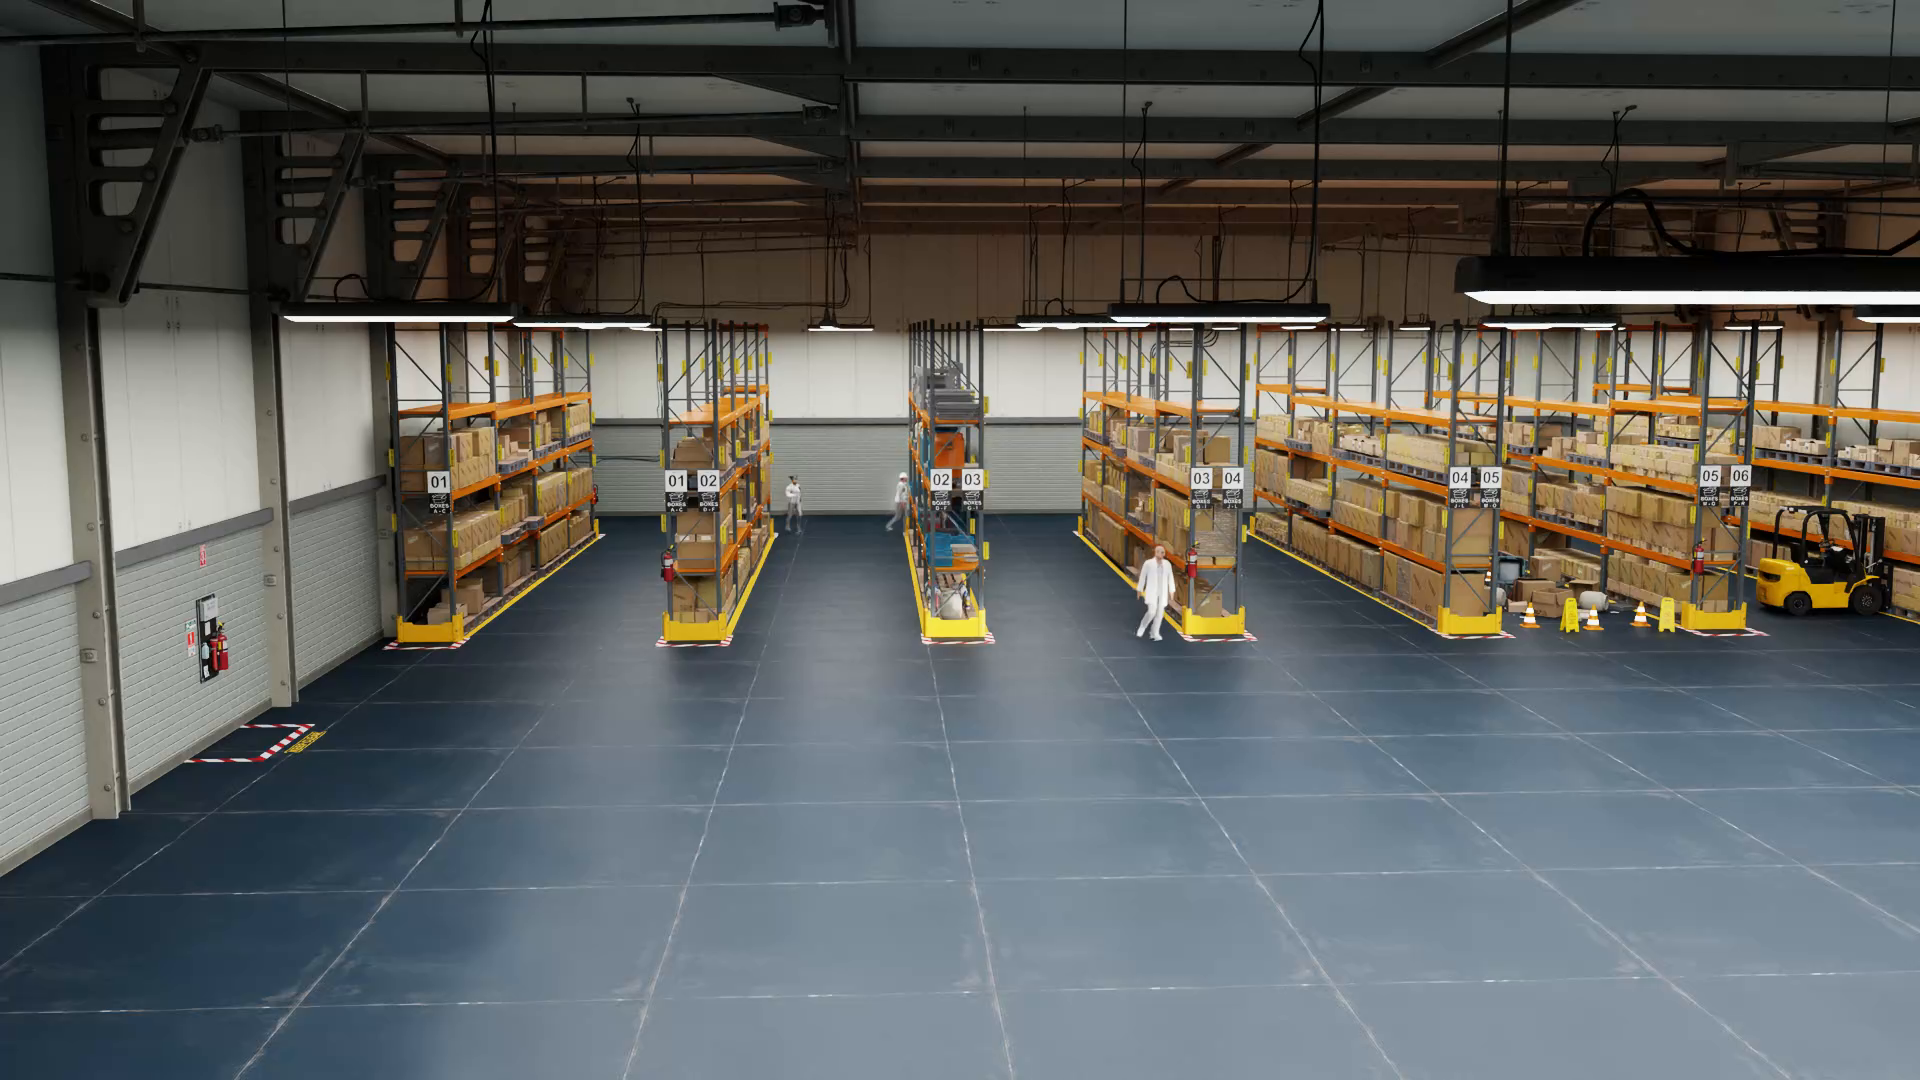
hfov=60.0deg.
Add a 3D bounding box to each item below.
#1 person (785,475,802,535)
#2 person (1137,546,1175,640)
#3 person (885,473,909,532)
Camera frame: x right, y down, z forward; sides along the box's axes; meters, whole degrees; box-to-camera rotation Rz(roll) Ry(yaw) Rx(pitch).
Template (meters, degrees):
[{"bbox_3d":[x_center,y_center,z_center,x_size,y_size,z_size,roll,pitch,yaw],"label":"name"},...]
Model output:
[{"bbox_3d":[-4.778,-1.017,47.805,0.579,1.745,0.831,-5,8,-33],"label":"person"},{"bbox_3d":[3.666,0.988,31.180,0.658,1.772,0.577,-2,7,-19],"label":"person"},{"bbox_3d":[-1.742,-1.087,48.309,0.865,1.734,0.722,0,7,2],"label":"person"}]
